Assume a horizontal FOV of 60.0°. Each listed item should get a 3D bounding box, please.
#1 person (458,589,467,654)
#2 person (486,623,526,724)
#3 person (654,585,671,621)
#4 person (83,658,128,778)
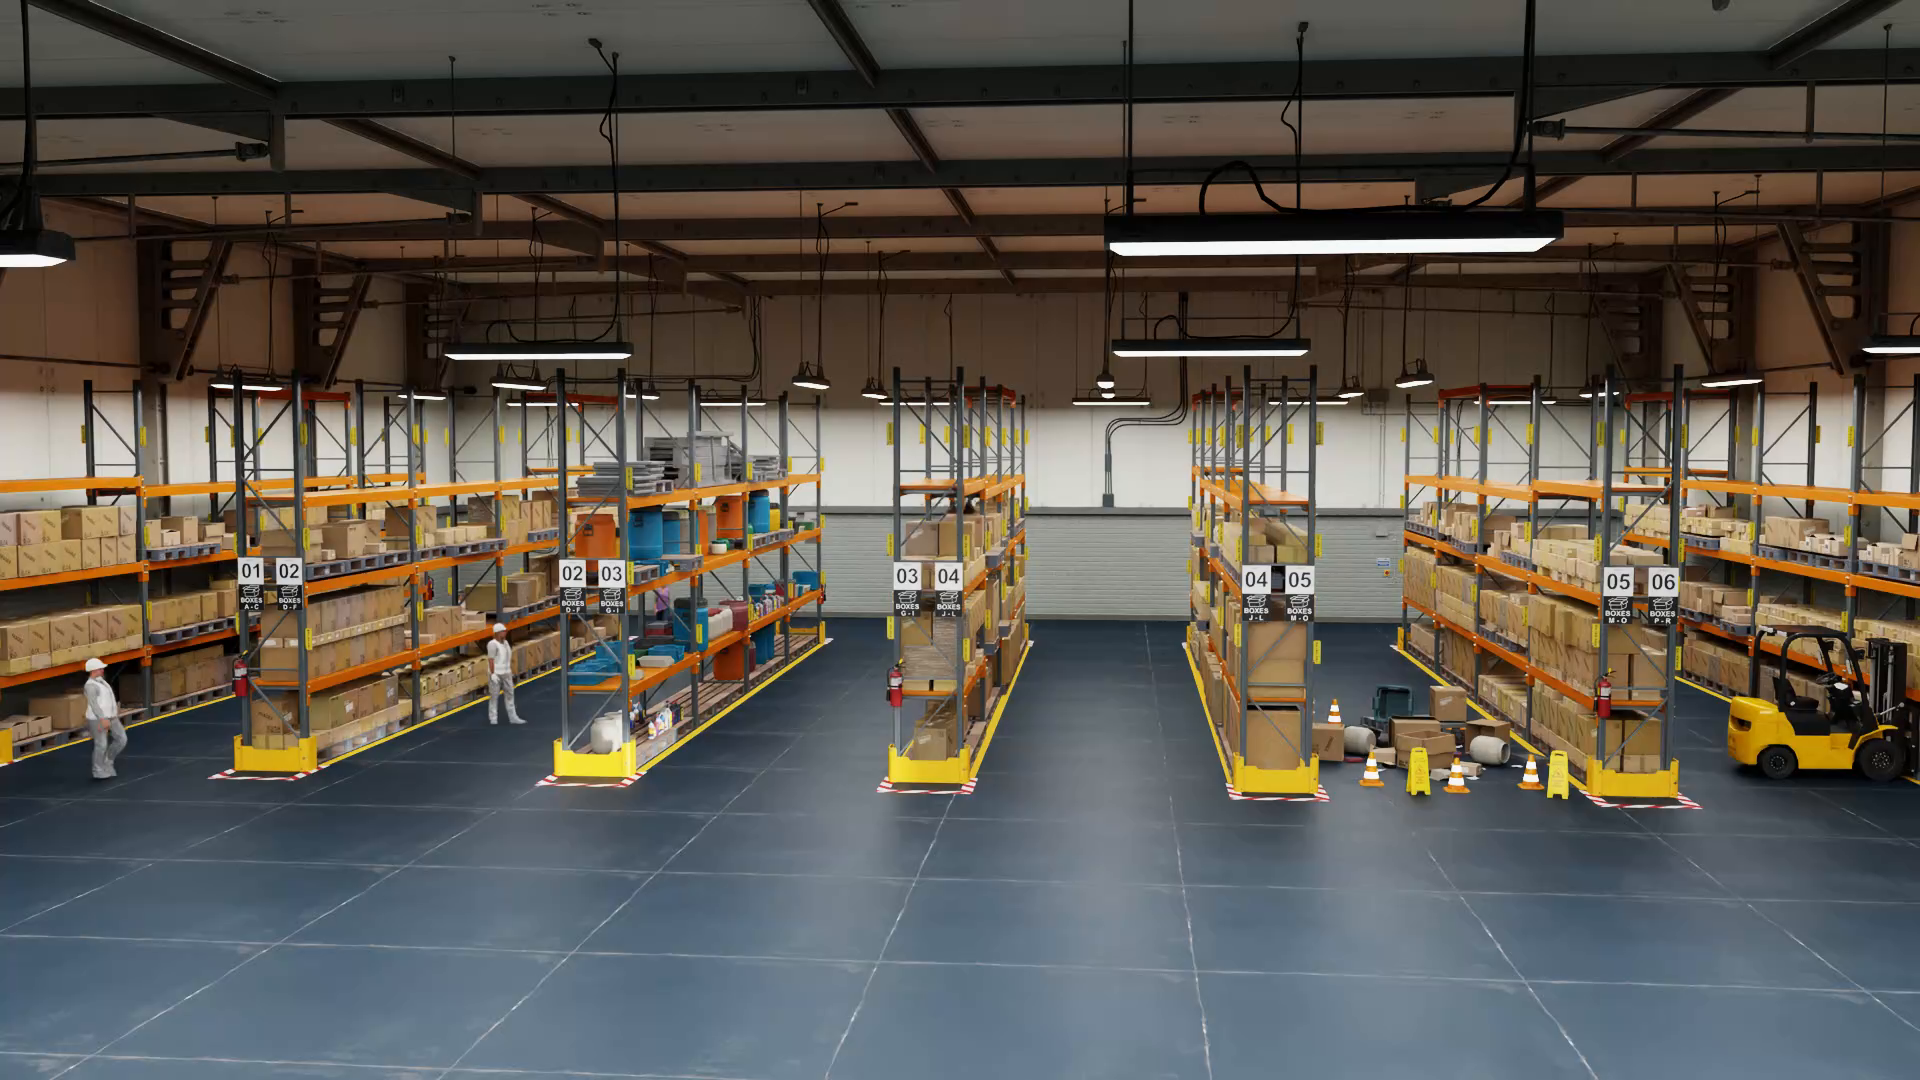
[{"bbox_3d":[-10.820,1.910,36.287,0.428,1.662,0.554,0,4,0],"label":"person"},{"bbox_3d":[-7.935,2.327,28.833,0.603,1.777,0.624,2,4,32],"label":"person"},{"bbox_3d":[-7.268,1.701,40.665,0.394,1.532,0.874,0,4,0],"label":"person"},{"bbox_3d":[-12.497,2.599,24.216,0.494,1.765,0.530,1,4,16],"label":"person"}]
